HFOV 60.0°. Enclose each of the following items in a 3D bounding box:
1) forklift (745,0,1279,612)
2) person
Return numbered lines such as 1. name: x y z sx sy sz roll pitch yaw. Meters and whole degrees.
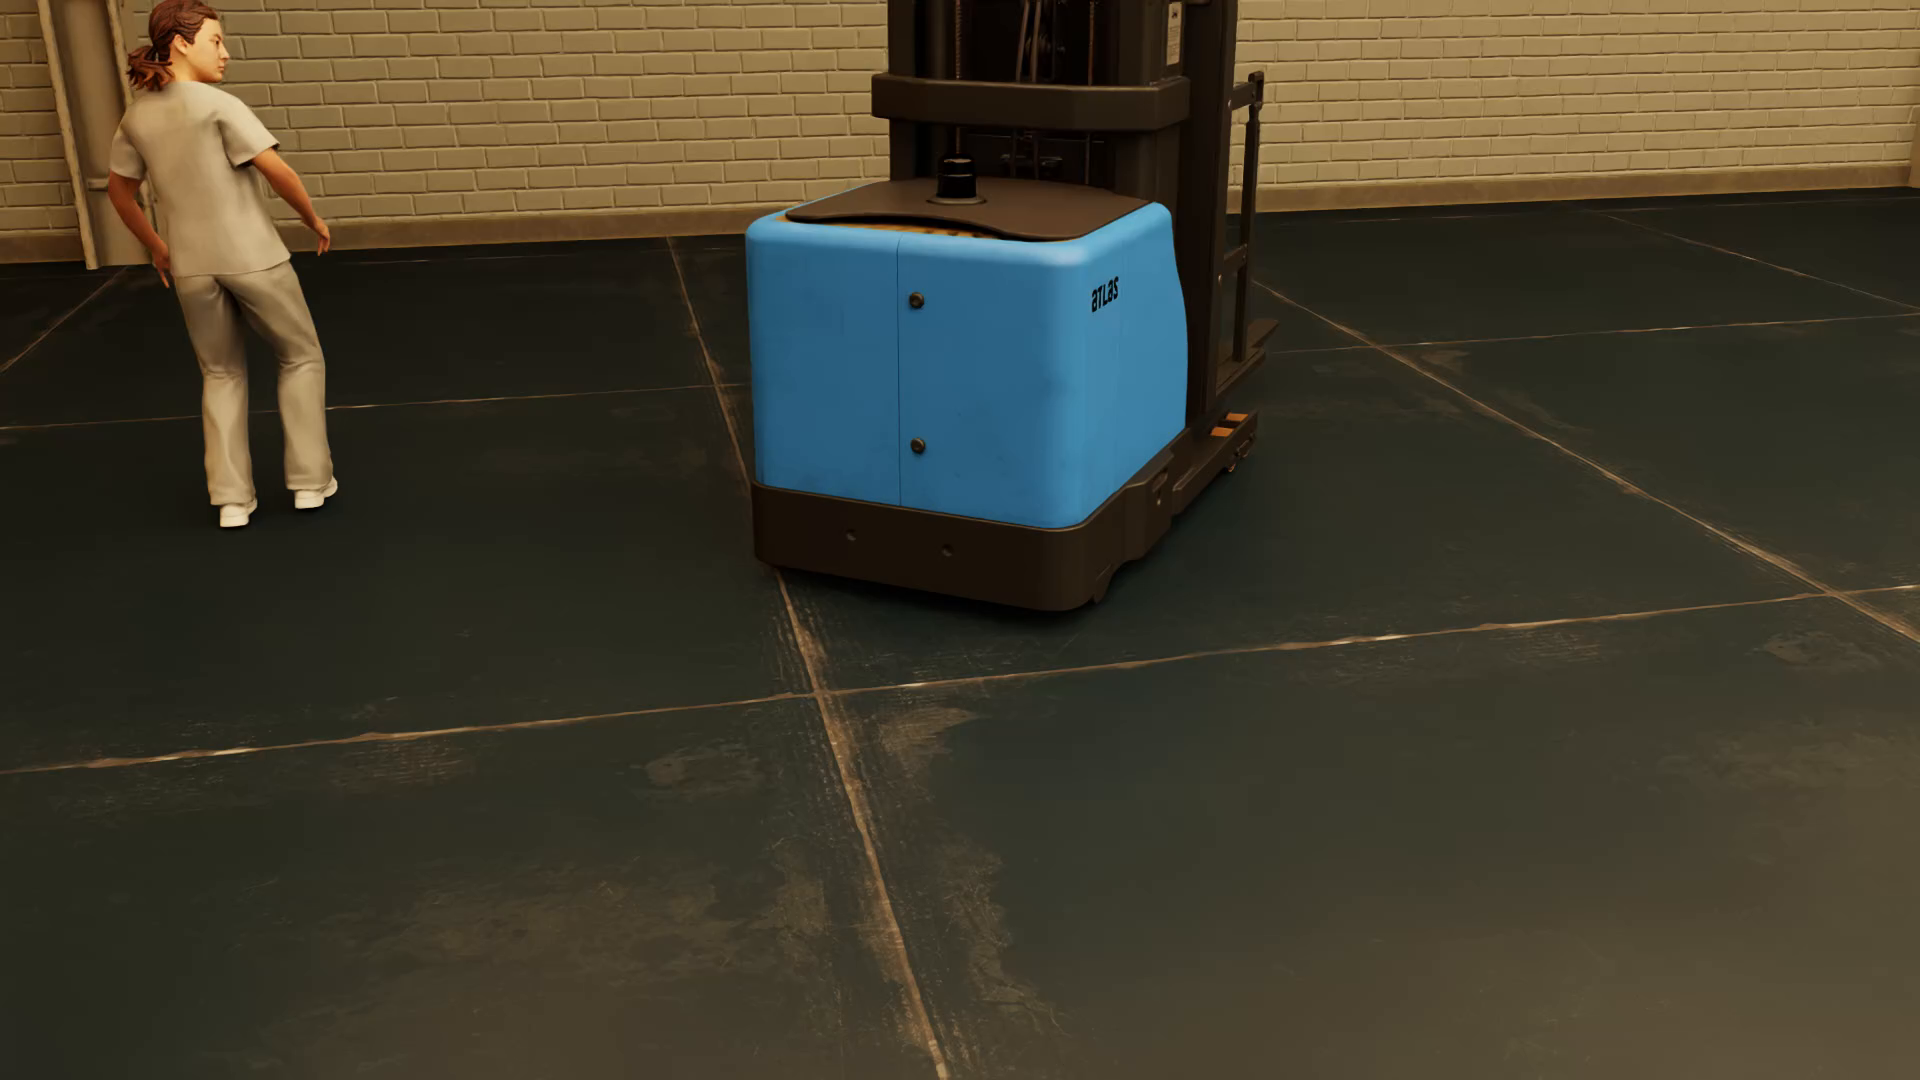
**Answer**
1. forklift: 0.444 -1.662 5.540 1.130 2.935 3.031 9 23 22
2. person: -2.328 -0.866 5.301 0.638 1.631 0.473 1 21 3
